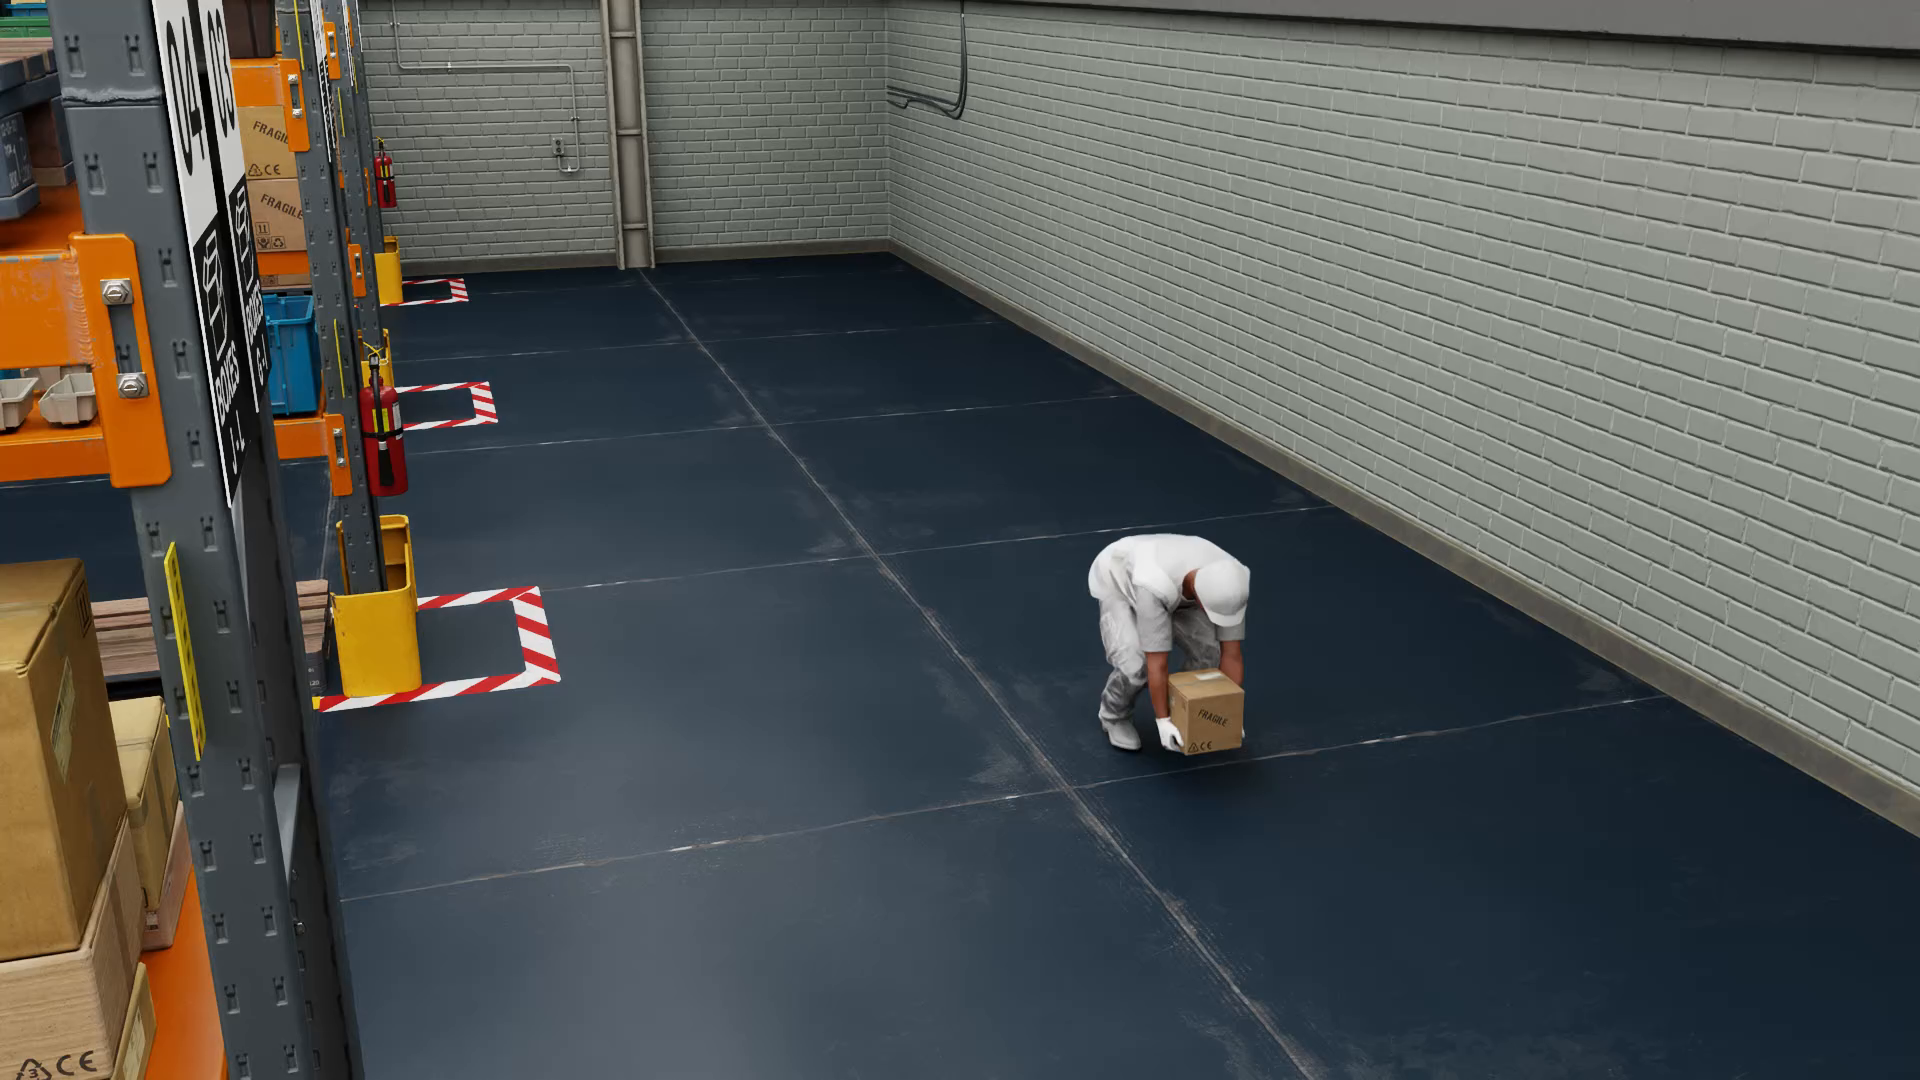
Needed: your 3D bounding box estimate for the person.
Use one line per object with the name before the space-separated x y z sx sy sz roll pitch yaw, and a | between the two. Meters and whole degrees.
person | 0.898 0.434 6.988 0.546 0.996 0.965 -7 20 -19
